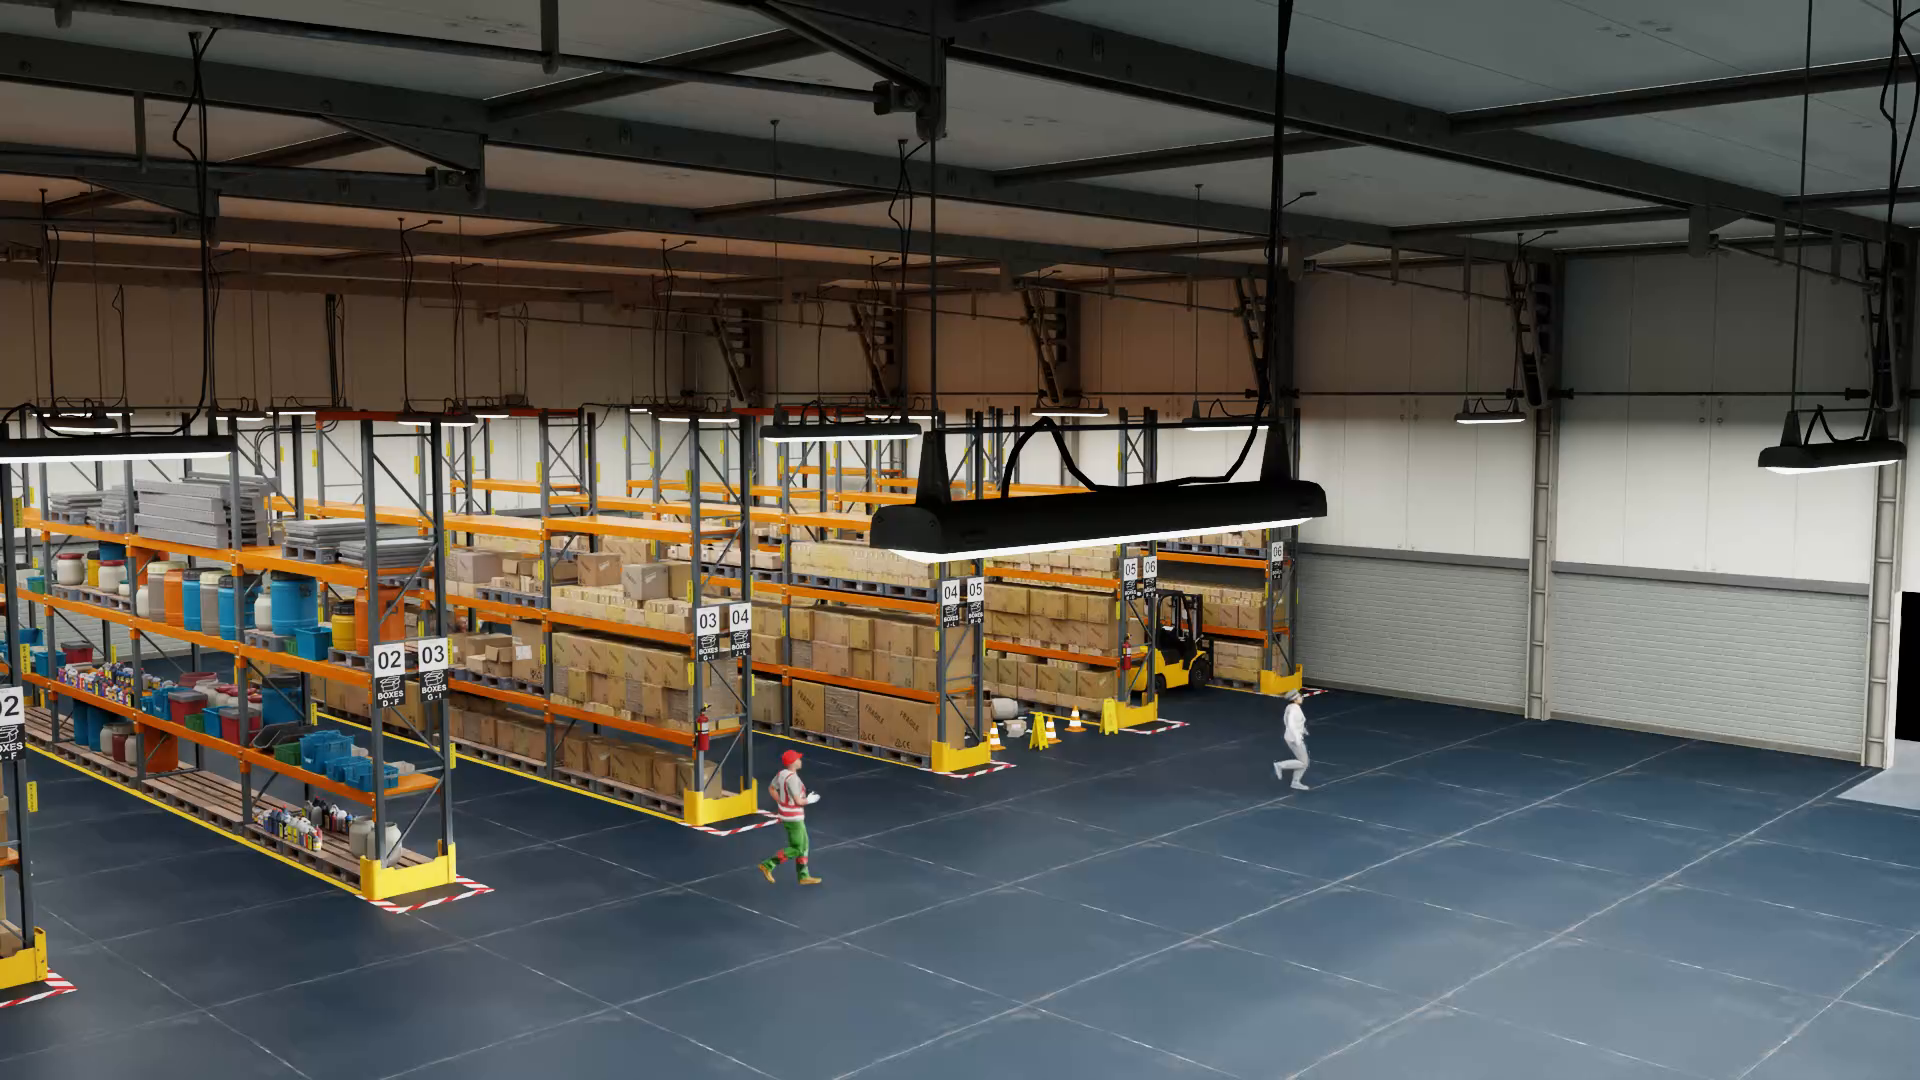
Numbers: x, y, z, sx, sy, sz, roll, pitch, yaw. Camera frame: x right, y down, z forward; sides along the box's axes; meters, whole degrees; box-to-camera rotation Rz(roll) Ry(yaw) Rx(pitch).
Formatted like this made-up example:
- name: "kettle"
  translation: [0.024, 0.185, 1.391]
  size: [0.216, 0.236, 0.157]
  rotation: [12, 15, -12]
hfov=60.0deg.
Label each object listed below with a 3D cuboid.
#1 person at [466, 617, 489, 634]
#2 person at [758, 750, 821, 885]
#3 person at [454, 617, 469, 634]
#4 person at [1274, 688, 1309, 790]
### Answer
- name: "person"
  translation: [-11.784, 1.884, 40.451]
  size: [0.715, 1.735, 0.762]
  rotation: [4, 6, 38]
- name: "person"
  translation: [-2.188, 3.558, 21.252]
  size: [0.847, 1.764, 0.664]
  rotation: [-2, 5, -21]
- name: "person"
  translation: [-10.036, 2.475, 33.623]
  size: [0.867, 1.851, 0.687]
  rotation: [5, 7, 42]
- name: "person"
  translation: [5.290, 3.171, 26.520]
  size: [0.588, 1.633, 0.622]
  rotation: [0, 5, 3]
